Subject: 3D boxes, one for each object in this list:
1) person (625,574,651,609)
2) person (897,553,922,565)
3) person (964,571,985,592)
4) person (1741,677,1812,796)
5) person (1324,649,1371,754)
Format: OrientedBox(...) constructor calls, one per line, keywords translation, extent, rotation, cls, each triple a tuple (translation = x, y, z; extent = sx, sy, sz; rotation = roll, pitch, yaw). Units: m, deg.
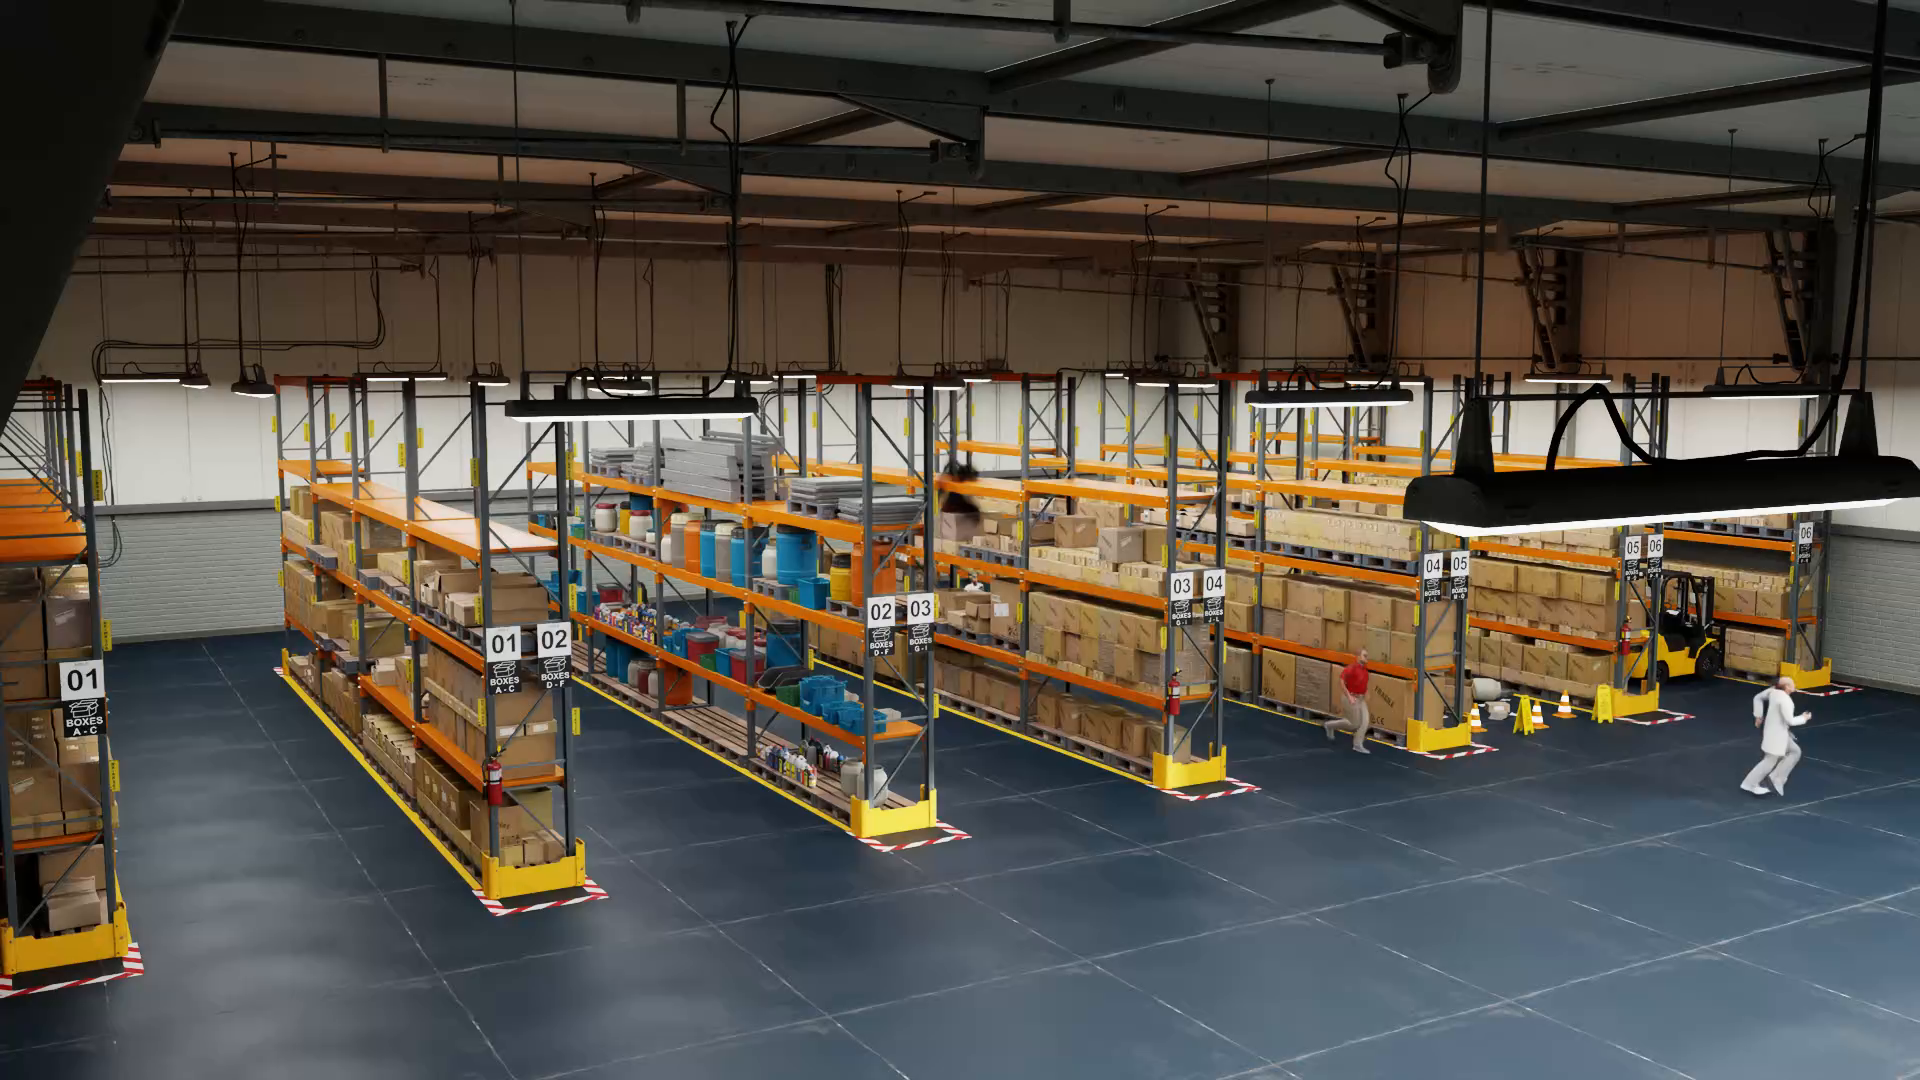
OrientedBox(translation=(-7.011, 1.517, 36.445), extent=(0.661, 1.653, 0.582), rotation=(-6, 9, -43), cls="person")
OrientedBox(translation=(-1.326, 0.901, 41.477), extent=(0.732, 1.789, 0.897), rotation=(4, 8, 35), cls="person")
OrientedBox(translation=(0.375, 1.507, 36.605), extent=(0.629, 1.659, 0.499), rotation=(-3, 7, -24), cls="person")
OrientedBox(translation=(11.777, 2.829, 23.981), extent=(0.881, 1.763, 0.753), rotation=(1, 6, 12), cls="person")
OrientedBox(translation=(6.323, 2.615, 26.880), extent=(0.792, 1.610, 0.683), rotation=(5, 8, 37), cls="person")
